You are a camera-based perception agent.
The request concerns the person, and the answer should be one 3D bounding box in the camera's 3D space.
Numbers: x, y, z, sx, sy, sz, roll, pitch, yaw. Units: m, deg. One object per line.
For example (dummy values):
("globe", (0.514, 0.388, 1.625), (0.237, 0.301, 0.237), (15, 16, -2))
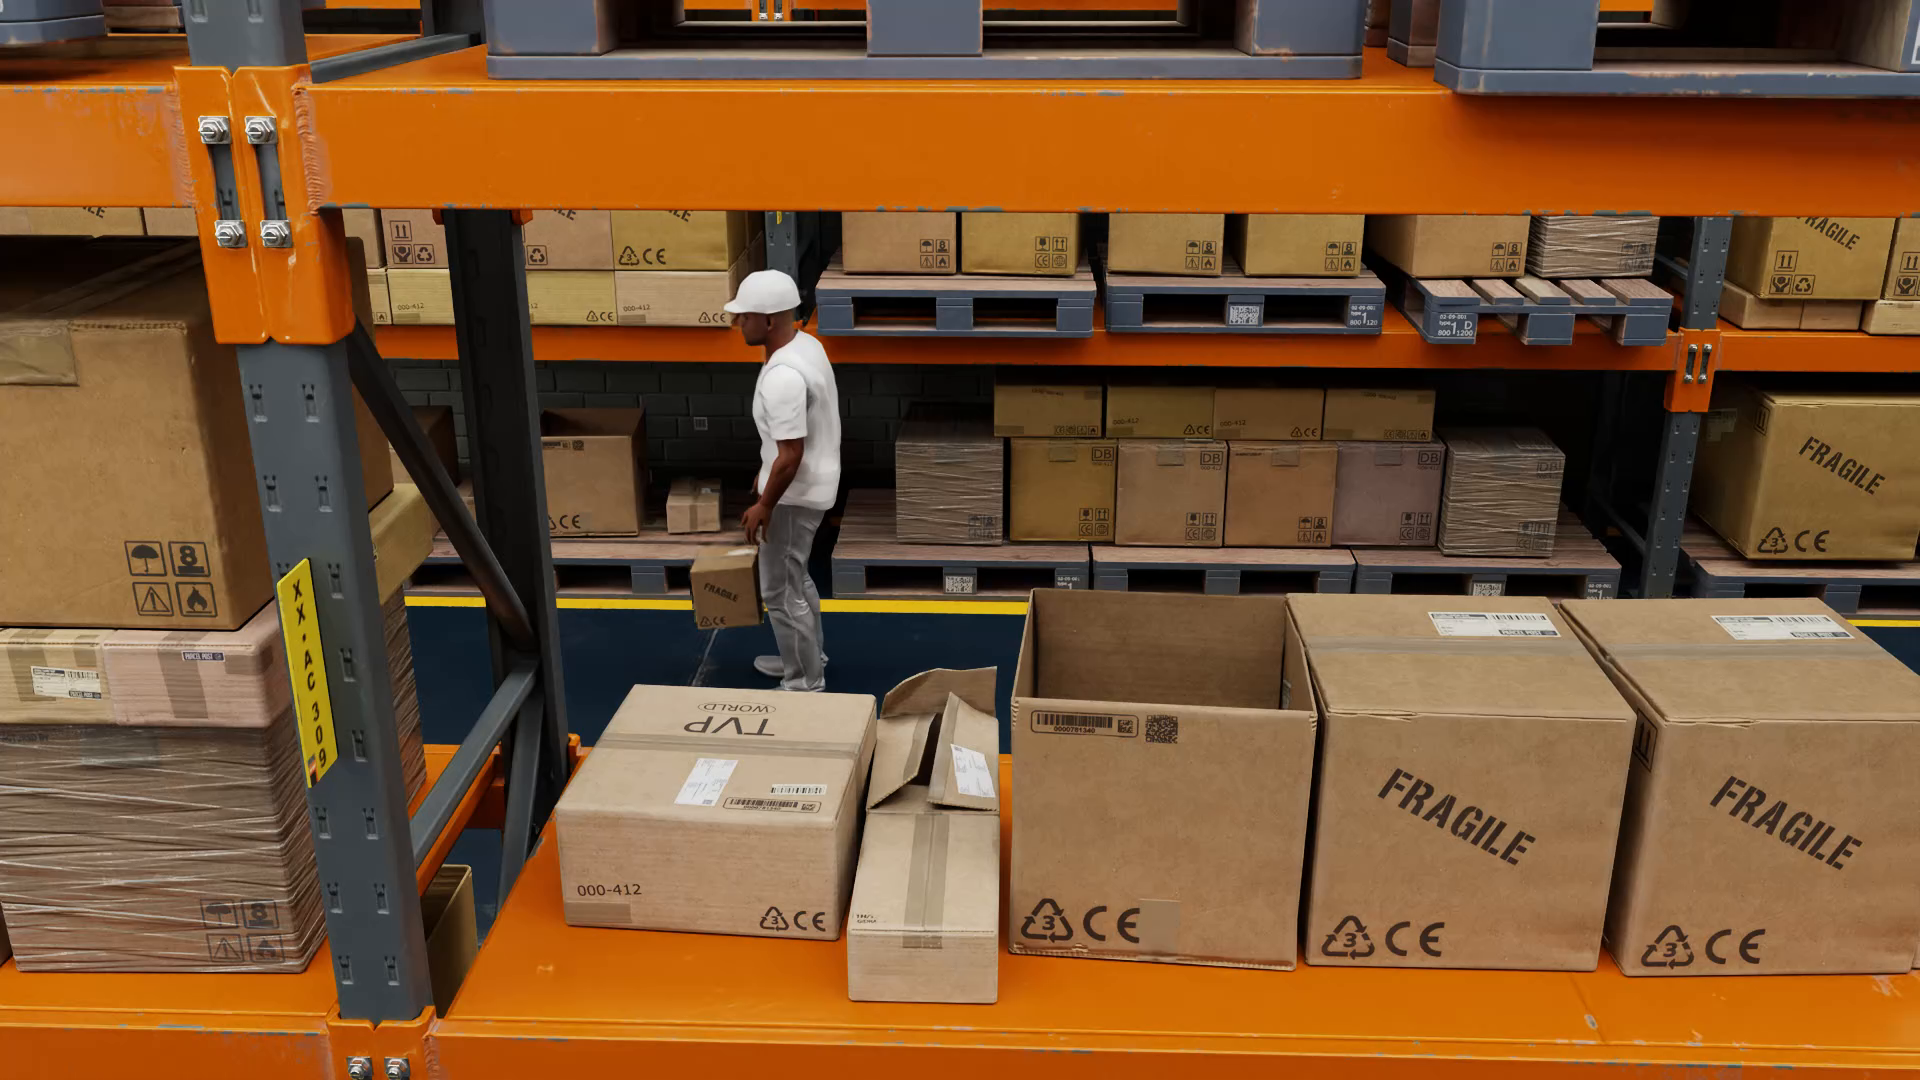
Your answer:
("person", (-0.677, -0.190, 6.553), (0.430, 1.764, 0.592), (0, 21, 0))
